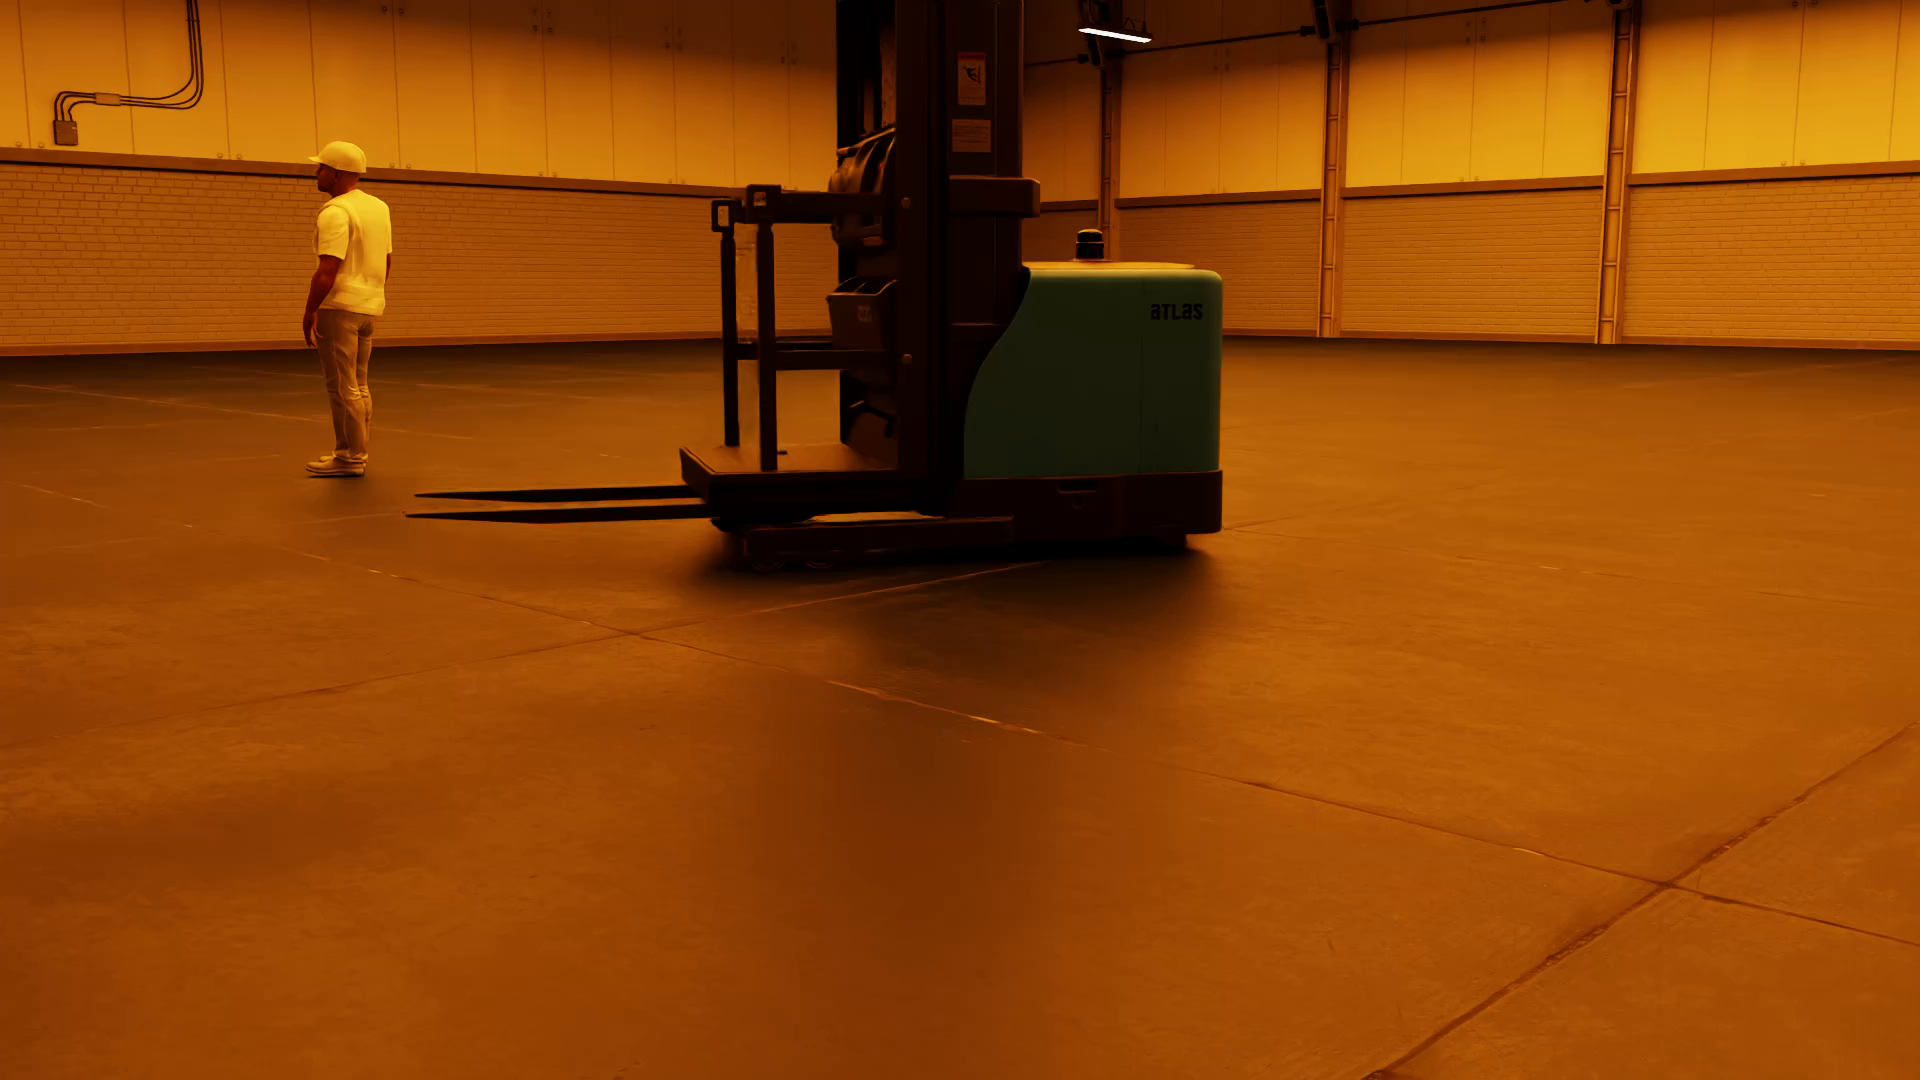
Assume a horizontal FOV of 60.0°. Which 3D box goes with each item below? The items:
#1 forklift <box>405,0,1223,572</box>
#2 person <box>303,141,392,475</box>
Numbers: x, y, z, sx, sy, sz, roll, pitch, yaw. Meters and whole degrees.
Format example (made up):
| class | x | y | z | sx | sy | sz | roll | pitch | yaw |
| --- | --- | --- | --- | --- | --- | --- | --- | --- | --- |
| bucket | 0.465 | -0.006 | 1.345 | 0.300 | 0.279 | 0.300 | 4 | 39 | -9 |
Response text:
| class | x | y | z | sx | sy | sz | roll | pitch | yaw |
| --- | --- | --- | --- | --- | --- | --- | --- | --- | --- |
| forklift | -0.559 | -1.422 | 6.315 | 3.031 | 2.935 | 1.130 | -2 | 9 | -15 |
| person | -3.365 | -1.234 | 8.931 | 0.578 | 1.765 | 0.666 | 1 | 9 | 9 |
